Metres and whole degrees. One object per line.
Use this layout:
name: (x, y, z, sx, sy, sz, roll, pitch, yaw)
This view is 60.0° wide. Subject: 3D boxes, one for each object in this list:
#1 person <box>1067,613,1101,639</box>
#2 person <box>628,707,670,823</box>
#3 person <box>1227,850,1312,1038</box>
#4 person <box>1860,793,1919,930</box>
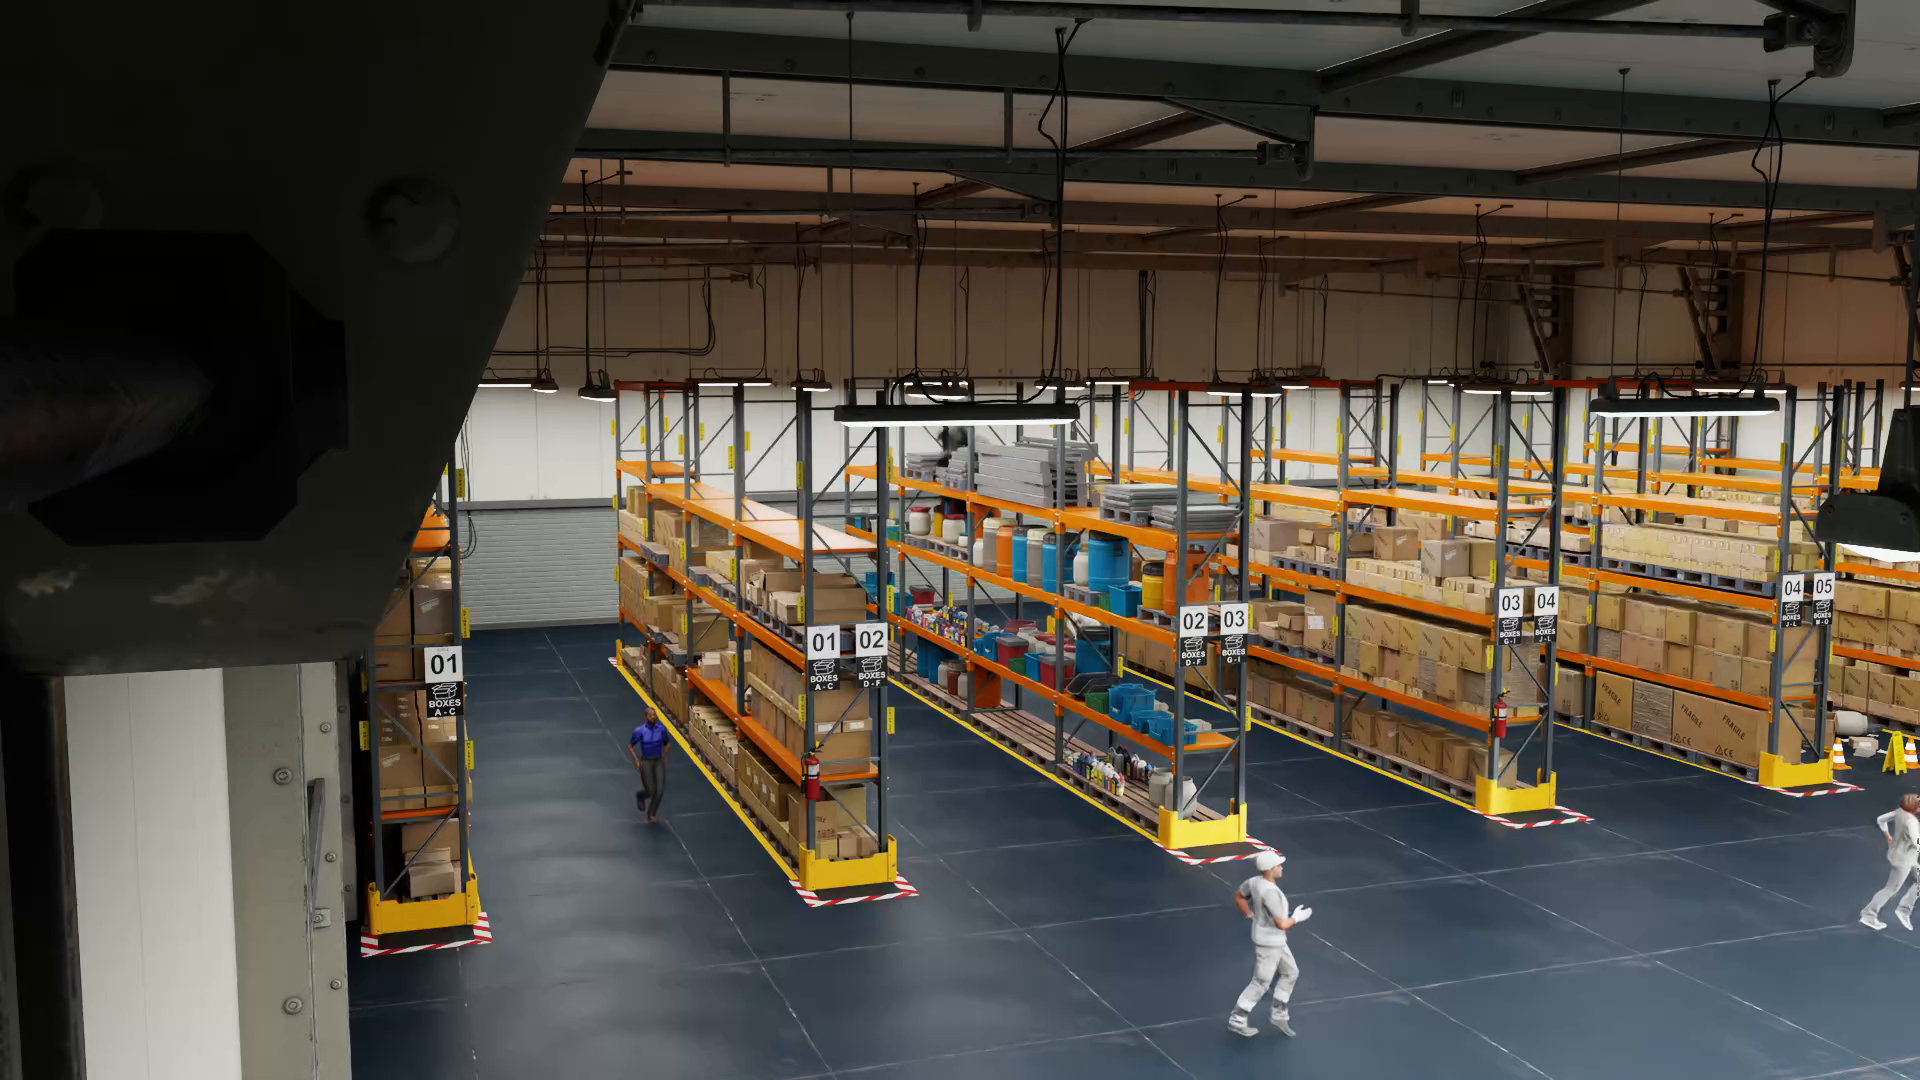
person: (2.385, 1.898, 31.269, 0.624, 1.696, 0.789, -3, 7, -25)
person: (-4.265, 3.149, 23.003, 0.574, 1.517, 0.561, -3, 7, -30)
person: (2.888, 3.799, 15.551, 0.774, 1.845, 0.643, 0, 6, 2)
person: (10.489, 3.576, 18.517, 0.808, 1.582, 0.548, 2, 6, 18)
